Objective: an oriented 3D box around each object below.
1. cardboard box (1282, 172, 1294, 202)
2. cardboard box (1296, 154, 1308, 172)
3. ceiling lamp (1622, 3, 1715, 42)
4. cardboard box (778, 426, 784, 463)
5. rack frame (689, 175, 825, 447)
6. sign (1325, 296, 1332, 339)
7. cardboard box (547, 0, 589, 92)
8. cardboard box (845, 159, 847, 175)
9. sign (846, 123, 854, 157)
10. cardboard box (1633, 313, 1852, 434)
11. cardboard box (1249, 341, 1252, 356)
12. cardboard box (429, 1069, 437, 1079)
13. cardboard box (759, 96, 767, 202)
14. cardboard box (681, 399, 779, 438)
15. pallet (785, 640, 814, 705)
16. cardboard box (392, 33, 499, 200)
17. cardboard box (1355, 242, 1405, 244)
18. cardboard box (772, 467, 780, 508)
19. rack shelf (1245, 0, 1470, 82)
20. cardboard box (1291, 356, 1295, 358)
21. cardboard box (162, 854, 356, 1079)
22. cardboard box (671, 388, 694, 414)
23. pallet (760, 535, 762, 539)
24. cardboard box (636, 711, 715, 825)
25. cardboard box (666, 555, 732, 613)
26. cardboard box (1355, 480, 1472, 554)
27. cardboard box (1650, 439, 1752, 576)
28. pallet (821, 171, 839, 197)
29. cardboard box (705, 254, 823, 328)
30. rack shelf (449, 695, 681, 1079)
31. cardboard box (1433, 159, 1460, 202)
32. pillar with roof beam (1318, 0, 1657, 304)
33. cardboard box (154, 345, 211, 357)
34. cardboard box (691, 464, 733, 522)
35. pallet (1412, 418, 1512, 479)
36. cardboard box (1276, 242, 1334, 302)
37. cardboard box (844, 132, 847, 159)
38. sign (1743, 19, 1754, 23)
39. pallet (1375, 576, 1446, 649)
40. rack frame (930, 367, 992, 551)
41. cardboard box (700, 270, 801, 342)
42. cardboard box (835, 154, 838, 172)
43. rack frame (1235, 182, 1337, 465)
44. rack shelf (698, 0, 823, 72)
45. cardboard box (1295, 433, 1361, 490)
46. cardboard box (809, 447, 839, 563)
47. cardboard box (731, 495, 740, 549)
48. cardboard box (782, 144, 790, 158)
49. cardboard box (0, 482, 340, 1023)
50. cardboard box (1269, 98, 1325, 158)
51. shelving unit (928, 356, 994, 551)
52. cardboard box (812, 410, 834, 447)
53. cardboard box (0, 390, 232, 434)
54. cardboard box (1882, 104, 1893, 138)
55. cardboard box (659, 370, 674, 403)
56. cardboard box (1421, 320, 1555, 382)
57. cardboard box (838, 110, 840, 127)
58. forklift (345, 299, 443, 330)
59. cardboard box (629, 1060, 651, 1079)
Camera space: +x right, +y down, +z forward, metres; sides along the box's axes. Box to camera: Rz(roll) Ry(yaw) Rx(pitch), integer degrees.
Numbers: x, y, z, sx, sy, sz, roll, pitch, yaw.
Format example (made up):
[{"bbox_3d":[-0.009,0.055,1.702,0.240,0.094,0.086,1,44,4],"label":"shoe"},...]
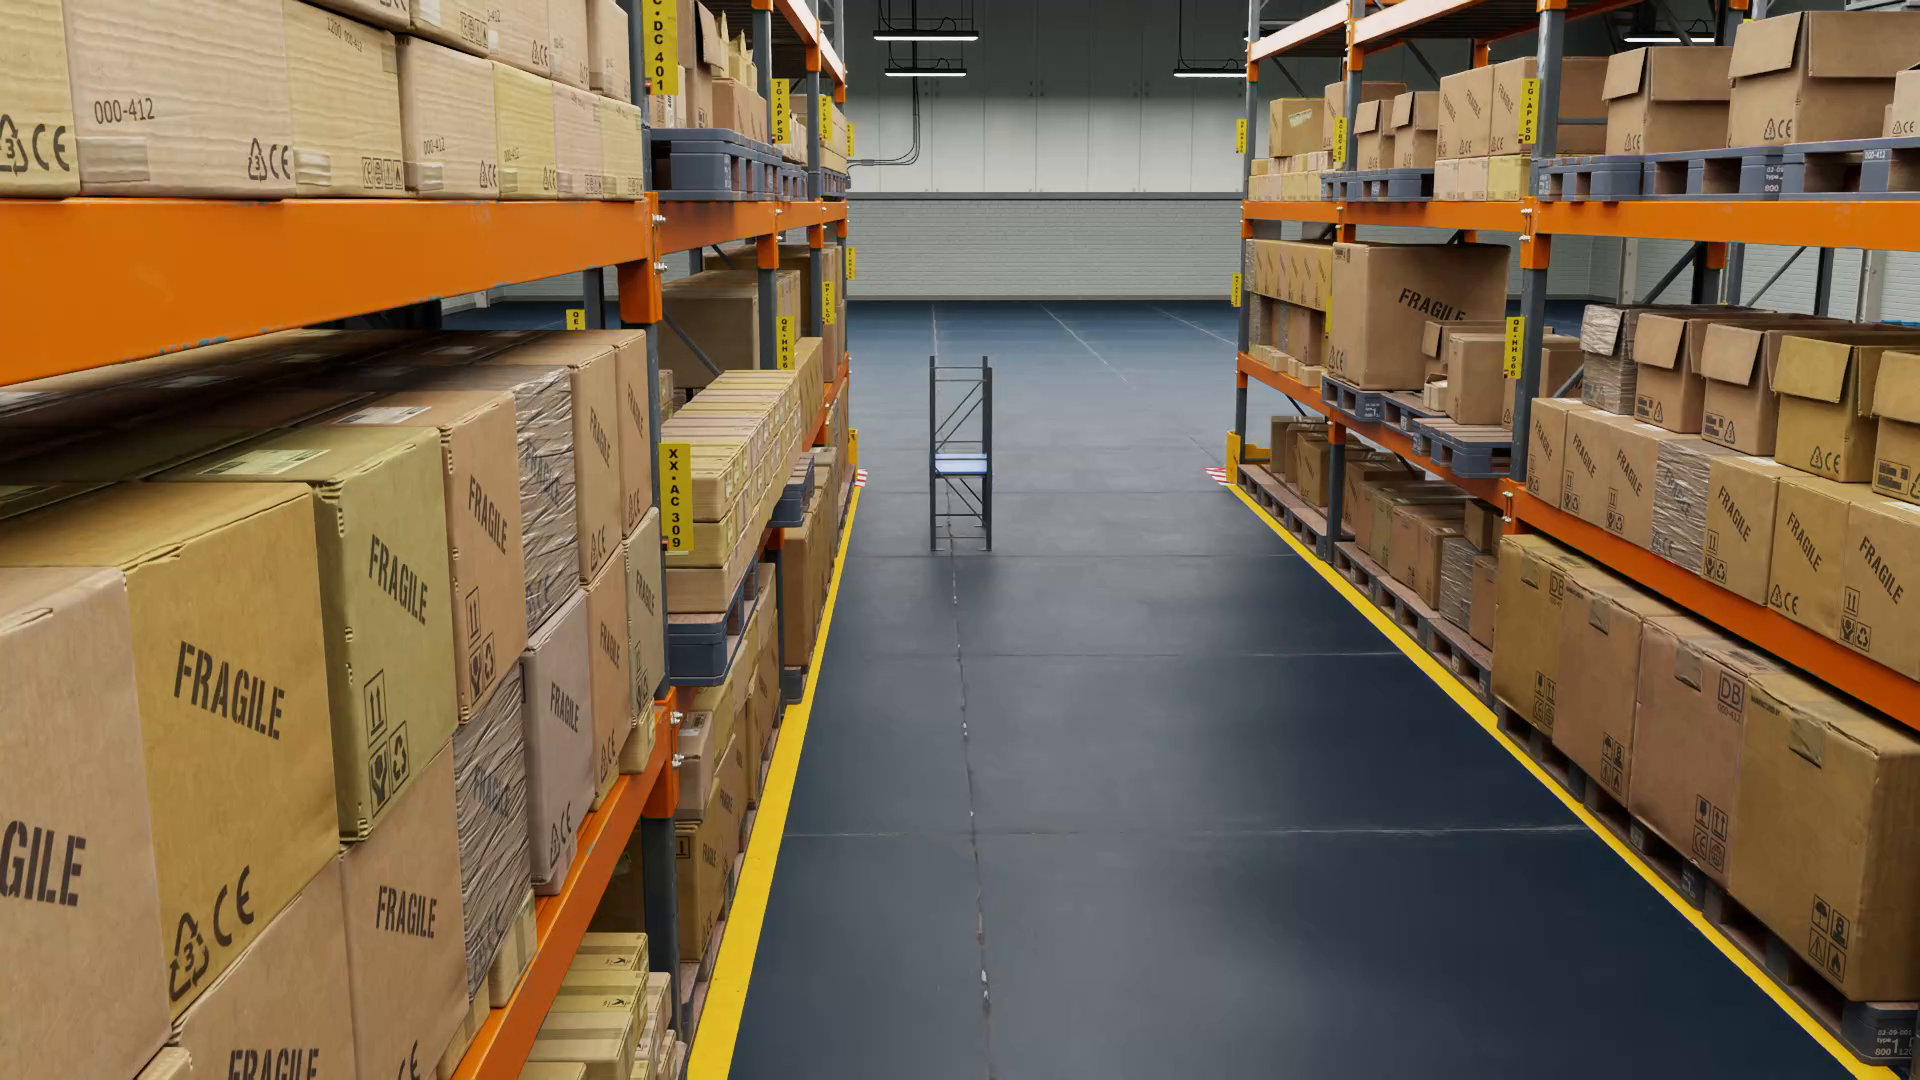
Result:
[{"bbox_3d":[3.110,-3.080,14.530,0.500,0.250,0.500,0,11,1],"label":"cardboard box"},{"bbox_3d":[3.075,-3.207,14.153,0.380,0.149,0.250,0,11,2],"label":"cardboard box"},{"bbox_3d":[13.745,-11.175,31.829,2.000,3.185,0.800,0,11,-1],"label":"ceiling lamp"},{"bbox_3d":[-0.987,-0.422,7.422,0.380,0.149,0.250,0,11,-2],"label":"cardboard box"},{"bbox_3d":[-1.558,-1.289,12.870,1.000,3.000,0.127,0,11,-1],"label":"rack frame"},{"bbox_3d":[2.860,-1.710,12.767,0.100,0.325,0.005,0,11,-1],"label":"sign"},{"bbox_3d":[-1.130,-1.147,3.742,0.500,0.250,0.500,-1,11,-3],"label":"cardboard box"},{"bbox_3d":[-1.295,-3.622,16.146,0.380,0.149,0.250,0,11,-1],"label":"cardboard box"},{"bbox_3d":[-1.098,-3.949,16.409,0.100,0.325,0.005,0,11,-1],"label":"sign"},{"bbox_3d":[3.495,-0.760,7.488,0.797,0.503,0.637,0,11,0],"label":"cardboard box"},{"bbox_3d":[3.088,-1.904,16.532,0.380,0.149,0.250,0,11,-1],"label":"cardboard box"},{"bbox_3d":[-1.088,0.895,2.735,0.380,0.149,0.250,0,11,-2],"label":"cardboard box"},{"bbox_3d":[-1.210,-1.901,8.089,0.500,0.500,0.500,0,11,-1],"label":"cardboard box"},{"bbox_3d":[-0.983,-0.516,7.137,0.380,0.149,0.250,0,11,2],"label":"cardboard box"},{"bbox_3d":[-1.417,0.715,10.002,1.003,0.211,1.213,0,11,-1],"label":"pallet"},{"bbox_3d":[-1.094,-0.701,2.801,0.500,0.250,0.500,0,11,-1],"label":"cardboard box"},{"bbox_3d":[3.604,-2.363,14.648,0.500,0.500,0.500,0,11,-1],"label":"cardboard box"},{"bbox_3d":[-0.985,-0.226,7.203,0.380,0.149,0.250,0,11,1],"label":"cardboard box"},{"bbox_3d":[3.361,-4.273,14.307,1.077,0.370,4.000,0,11,-1],"label":"rack shelf"},{"bbox_3d":[3.159,-1.556,14.818,0.380,0.149,0.250,0,11,-1],"label":"cardboard box"},{"bbox_3d":[-1.080,0.705,2.042,0.500,0.500,0.500,0,11,-1],"label":"cardboard box"},{"bbox_3d":[-1.753,-0.632,9.377,0.500,0.500,0.500,0,11,-1],"label":"cardboard box"},{"bbox_3d":[-1.394,-0.007,7.031,1.003,0.211,1.213,0,11,-1],"label":"pallet"},{"bbox_3d":[-1.144,0.805,5.893,0.500,0.250,0.500,-1,11,-4],"label":"cardboard box"},{"bbox_3d":[-0.941,0.138,5.410,0.380,0.149,0.250,-1,11,-4],"label":"cardboard box"},{"bbox_3d":[3.394,-0.158,12.475,0.700,0.500,0.500,-1,12,-6],"label":"cardboard box"},{"bbox_3d":[3.259,-0.142,6.964,0.500,0.500,0.500,0,11,-1],"label":"cardboard box"},{"bbox_3d":[-1.587,-3.121,14.575,1.003,0.211,1.213,0,11,-1],"label":"pallet"},{"bbox_3d":[-1.532,-1.966,13.110,0.875,0.550,0.550,0,11,-1],"label":"cardboard box"},{"bbox_3d":[-1.352,1.051,3.144,1.077,0.370,4.000,0,11,-1],"label":"rack shelf"},{"bbox_3d":[3.199,-2.183,10.108,0.500,0.250,0.500,0,11,0],"label":"cardboard box"},{"bbox_3d":[14.132,-10.896,45.135,9.100,9.000,0.548,0,11,-1],"label":"pillar with roof beam"},{"bbox_3d":[-6.236,-1.532,13.068,0.500,0.500,0.500,0,11,-1],"label":"cardboard box"},{"bbox_3d":[-0.941,-0.154,5.351,0.380,0.149,0.250,0,11,2],"label":"cardboard box"},{"bbox_3d":[3.364,-0.542,9.668,1.213,0.211,1.003,0,11,-1],"label":"pallet"},{"bbox_3d":[3.090,-2.361,14.638,0.500,0.500,0.500,0,11,-1],"label":"cardboard box"},{"bbox_3d":[-1.352,-3.786,15.951,0.500,0.250,0.500,0,11,0],"label":"cardboard box"},{"bbox_3d":[7.722,-4.941,16.309,0.100,0.325,0.005,0,11,-1],"label":"sign"},{"bbox_3d":[3.448,0.475,11.188,1.003,0.211,1.213,0,11,-1],"label":"pallet"},{"bbox_3d":[0.009,-0.651,13.495,0.500,1.500,0.032,0,11,-1],"label":"rack frame"},{"bbox_3d":[-1.542,-1.730,12.275,0.700,0.500,0.500,0,11,-2],"label":"cardboard box"},{"bbox_3d":[-1.258,-3.267,14.399,0.380,0.149,0.250,0,11,0],"label":"cardboard box"},{"bbox_3d":[3.320,-2.085,16.791,1.000,3.000,0.127,0,11,-1],"label":"rack frame"},{"bbox_3d":[-1.517,-3.283,10.426,1.077,0.370,4.000,0,11,-1],"label":"rack shelf"},{"bbox_3d":[3.357,-0.698,15.187,0.500,0.500,0.500,1,11,4],"label":"cardboard box"},{"bbox_3d":[-1.456,-0.270,12.446,1.050,0.750,0.750,0,11,-1],"label":"cardboard box"},{"bbox_3d":[-0.949,-0.059,5.635,0.380,0.149,0.250,0,11,-2],"label":"cardboard box"},{"bbox_3d":[-1.281,-2.390,9.821,0.500,0.250,0.500,0,11,0],"label":"cardboard box"},{"bbox_3d":[-1.071,0.221,1.913,0.500,0.500,0.500,0,11,0],"label":"cardboard box"},{"bbox_3d":[3.081,-3.698,14.944,0.500,0.500,0.500,0,11,-1],"label":"cardboard box"},{"bbox_3d":[-0.002,-0.752,13.994,0.538,1.500,1.048,0,11,-1],"label":"shelving unit"},{"bbox_3d":[-1.501,-0.579,13.658,0.875,0.875,0.875,0,11,0],"label":"cardboard box"},{"bbox_3d":[-1.613,0.012,2.941,0.500,0.500,0.500,-1,11,-3],"label":"cardboard box"},{"bbox_3d":[3.687,-1.549,6.180,0.380,0.149,0.250,-1,11,-3],"label":"cardboard box"},{"bbox_3d":[-1.660,-0.775,8.414,0.380,0.149,0.250,0,11,-1],"label":"cardboard box"},{"bbox_3d":[3.531,-1.202,11.123,0.797,0.503,0.637,1,12,5],"label":"cardboard box"},{"bbox_3d":[-1.269,-3.759,14.816,0.380,0.149,0.250,0,11,-2],"label":"cardboard box"},{"bbox_3d":[-4.258,-0.888,11.066,3.031,2.935,1.130,1,12,6],"label":"forklift"},{"bbox_3d":[-1.028,1.515,4.415,0.380,0.149,0.250,-1,11,-3],"label":"cardboard box"}]
